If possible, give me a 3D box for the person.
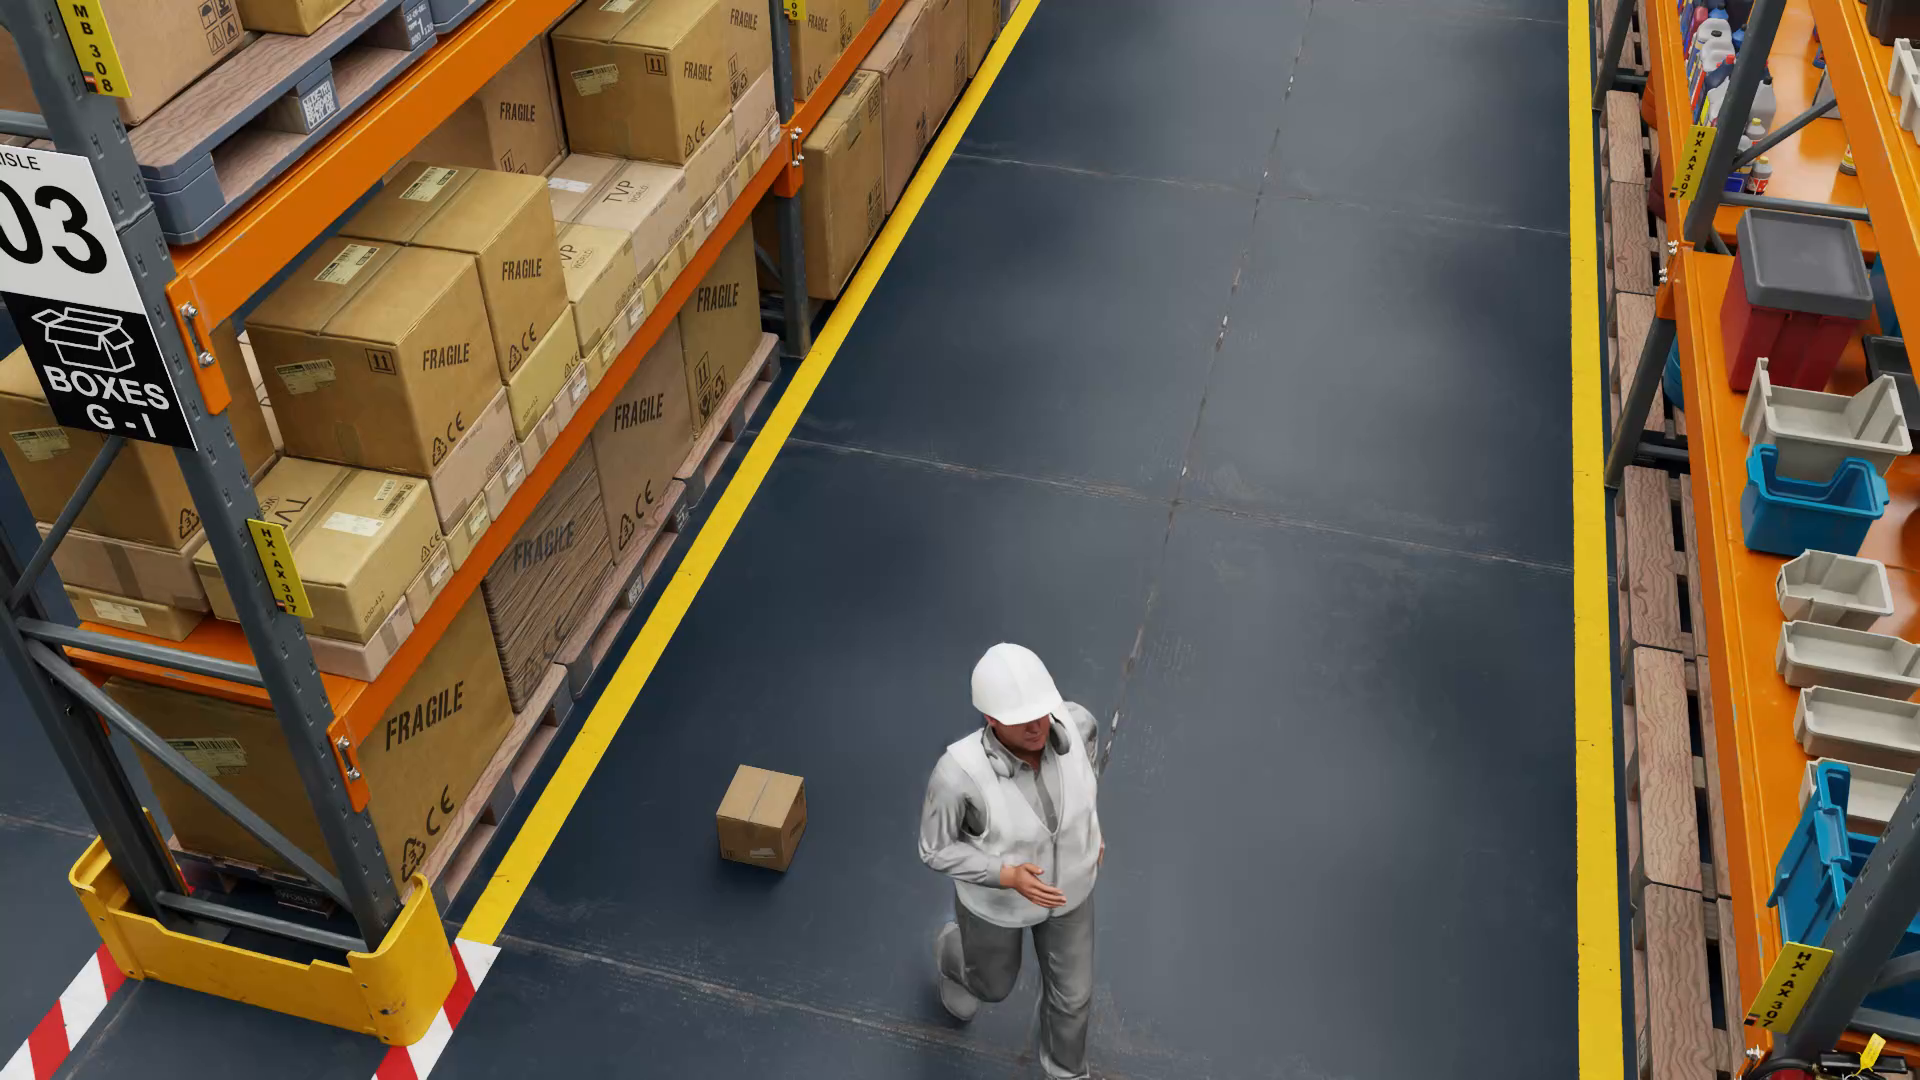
[{"bbox_3d":[0.205,1.027,4.935,0.666,1.751,0.845,-16,43,-18],"label":"person"}]
